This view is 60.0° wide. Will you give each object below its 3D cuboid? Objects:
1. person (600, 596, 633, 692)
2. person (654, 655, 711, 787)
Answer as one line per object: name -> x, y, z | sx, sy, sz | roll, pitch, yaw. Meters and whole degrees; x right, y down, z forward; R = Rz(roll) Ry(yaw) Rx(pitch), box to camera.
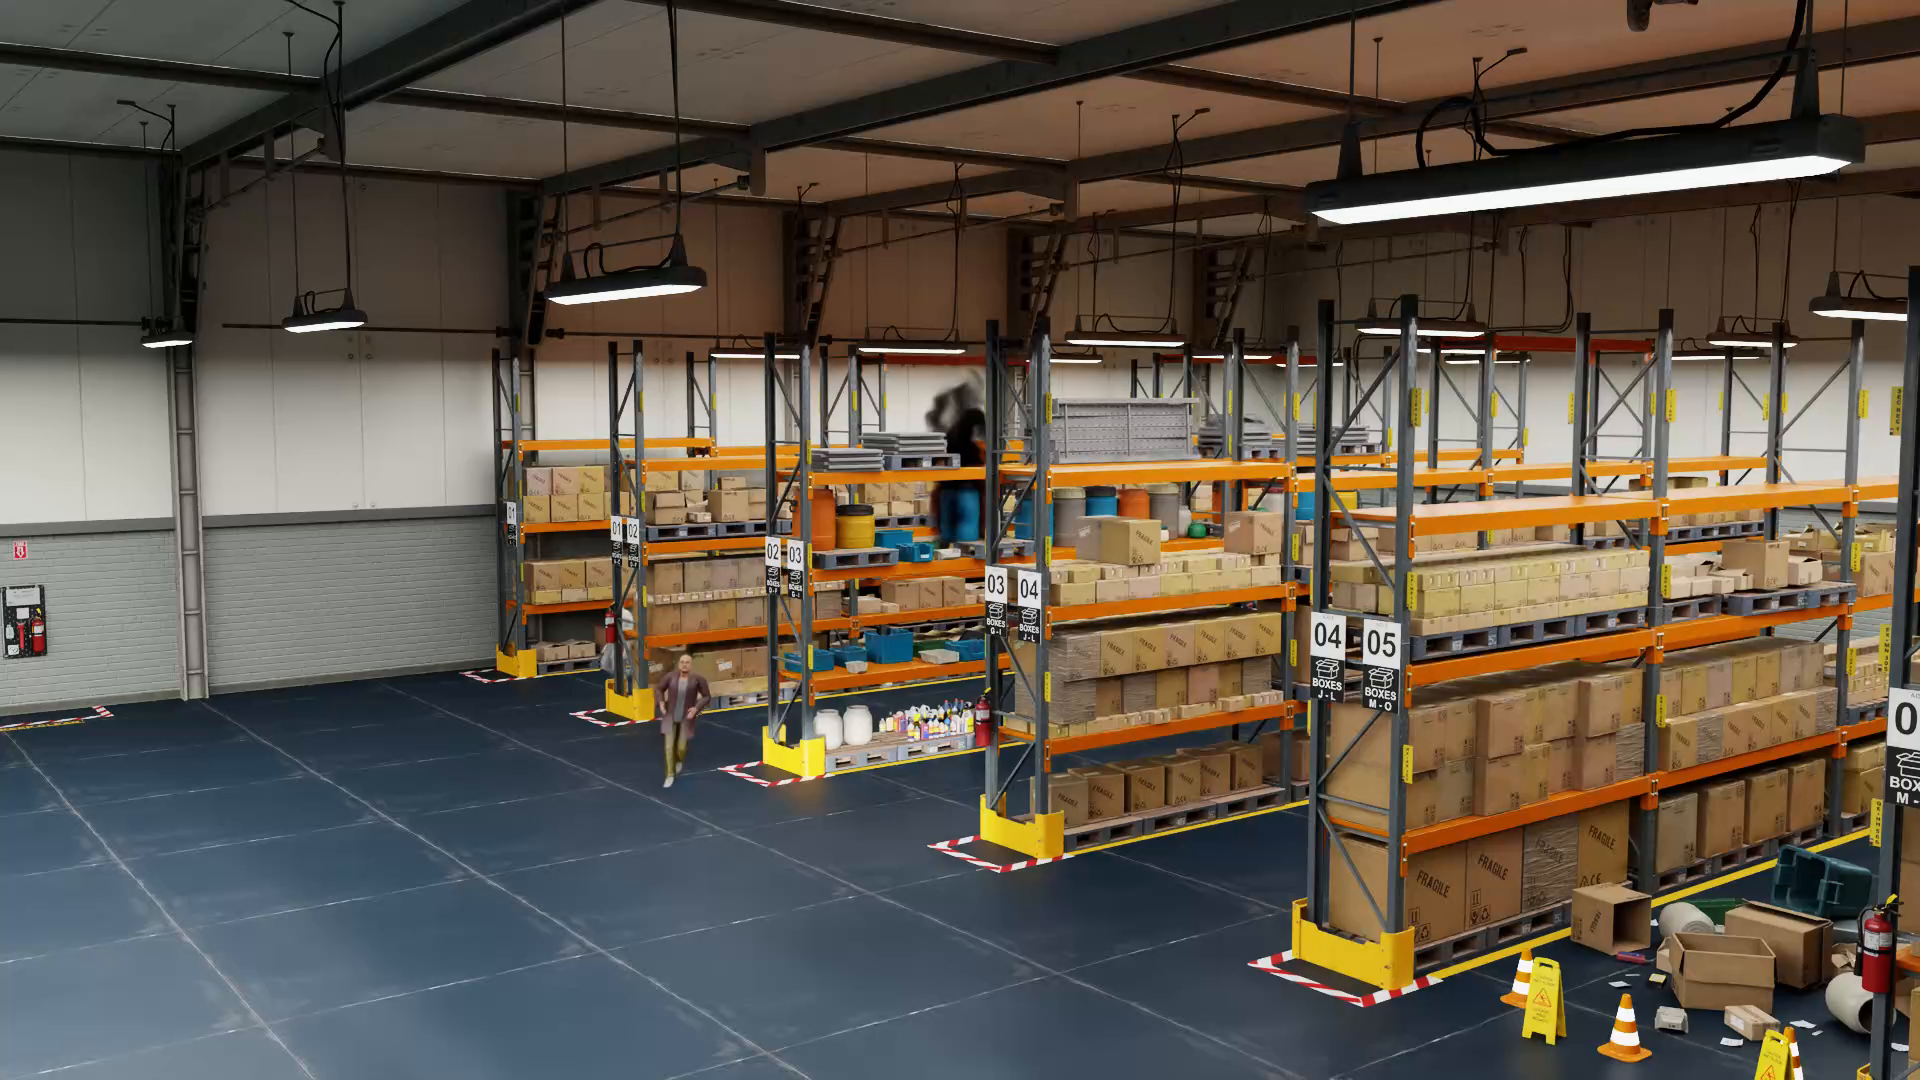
person -> -5.866, 1.794, 28.601 | 0.718, 1.735, 0.614 | 4, 7, 41
person -> -3.699, 2.375, 22.165 | 0.747, 1.732, 0.705 | 0, 5, -1
